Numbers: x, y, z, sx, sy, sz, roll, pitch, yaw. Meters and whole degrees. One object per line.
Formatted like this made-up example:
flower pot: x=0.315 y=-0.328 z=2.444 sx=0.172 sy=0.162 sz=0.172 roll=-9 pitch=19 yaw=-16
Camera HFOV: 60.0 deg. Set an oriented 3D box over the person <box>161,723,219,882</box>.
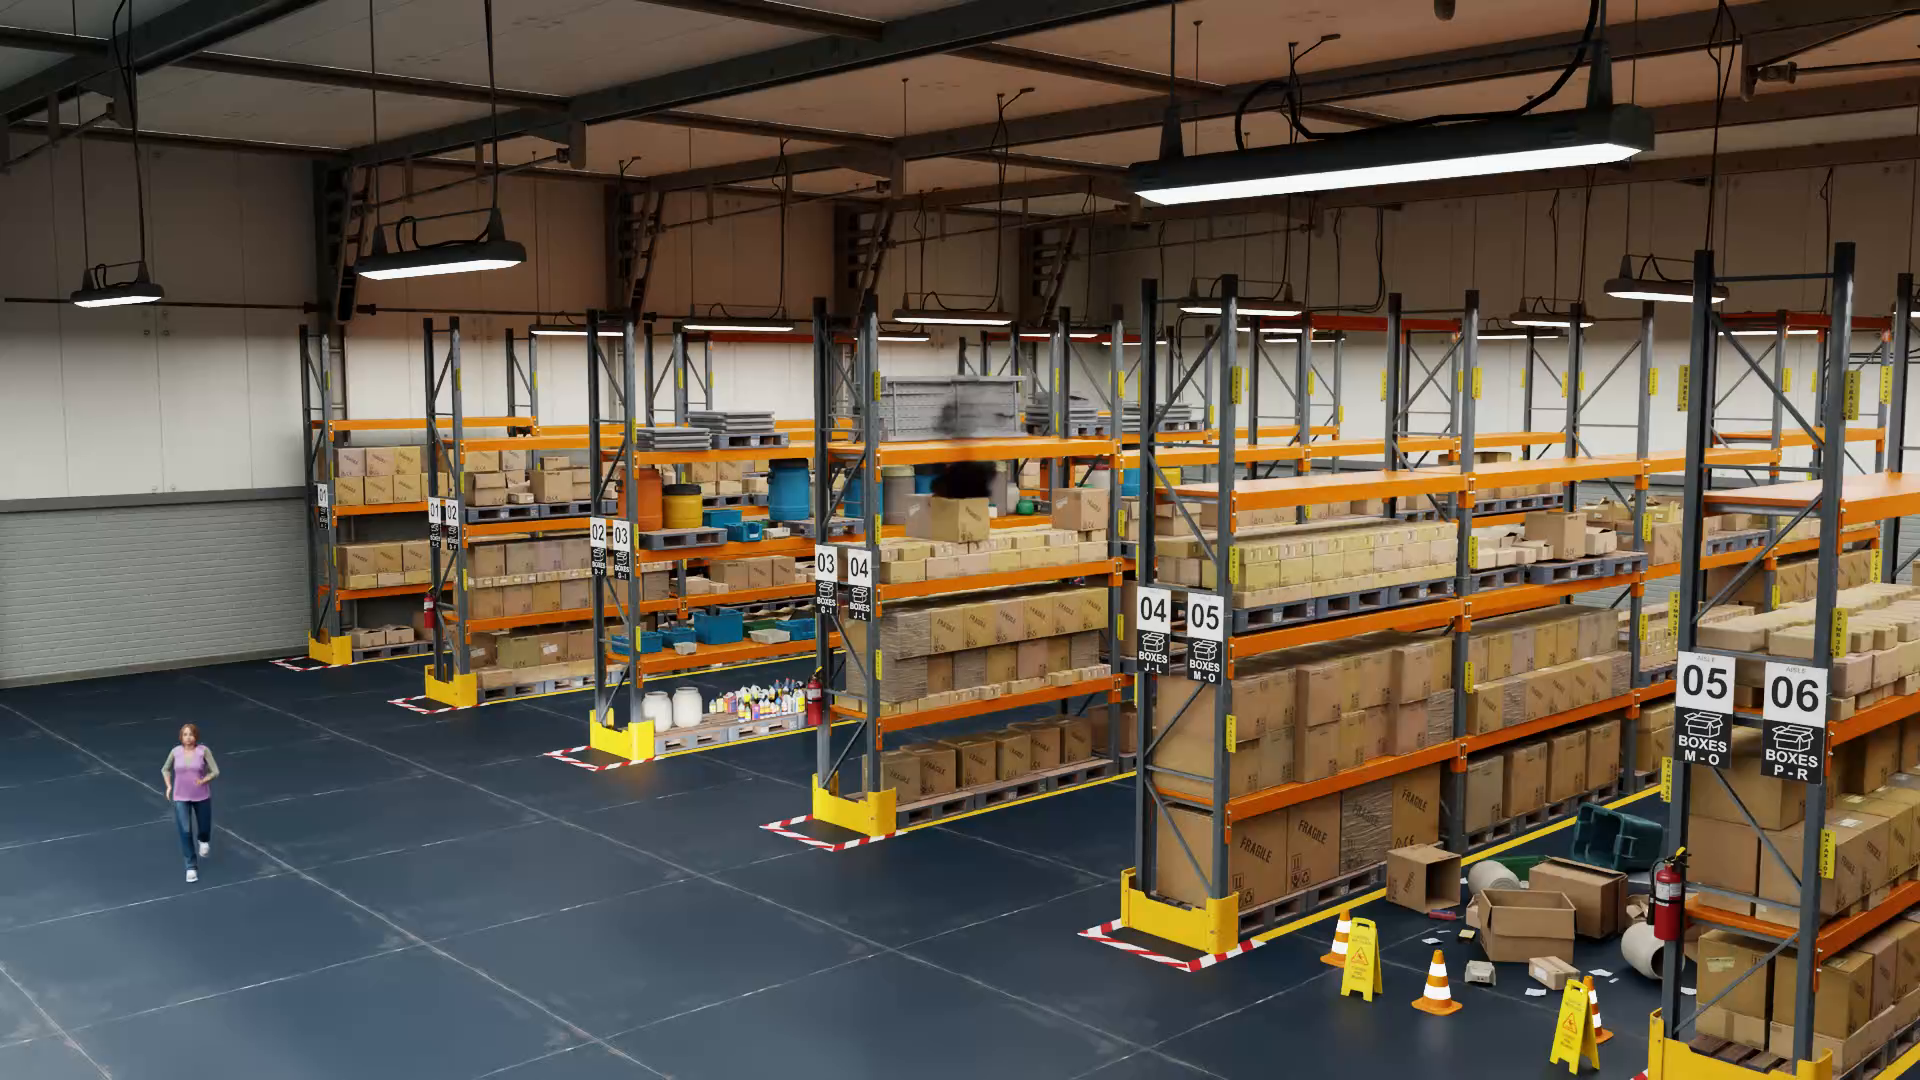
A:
person: x=-7.900 y=2.666 z=17.089 sx=0.548 sy=1.554 sz=0.782 roll=-2 pitch=6 yaw=-21
